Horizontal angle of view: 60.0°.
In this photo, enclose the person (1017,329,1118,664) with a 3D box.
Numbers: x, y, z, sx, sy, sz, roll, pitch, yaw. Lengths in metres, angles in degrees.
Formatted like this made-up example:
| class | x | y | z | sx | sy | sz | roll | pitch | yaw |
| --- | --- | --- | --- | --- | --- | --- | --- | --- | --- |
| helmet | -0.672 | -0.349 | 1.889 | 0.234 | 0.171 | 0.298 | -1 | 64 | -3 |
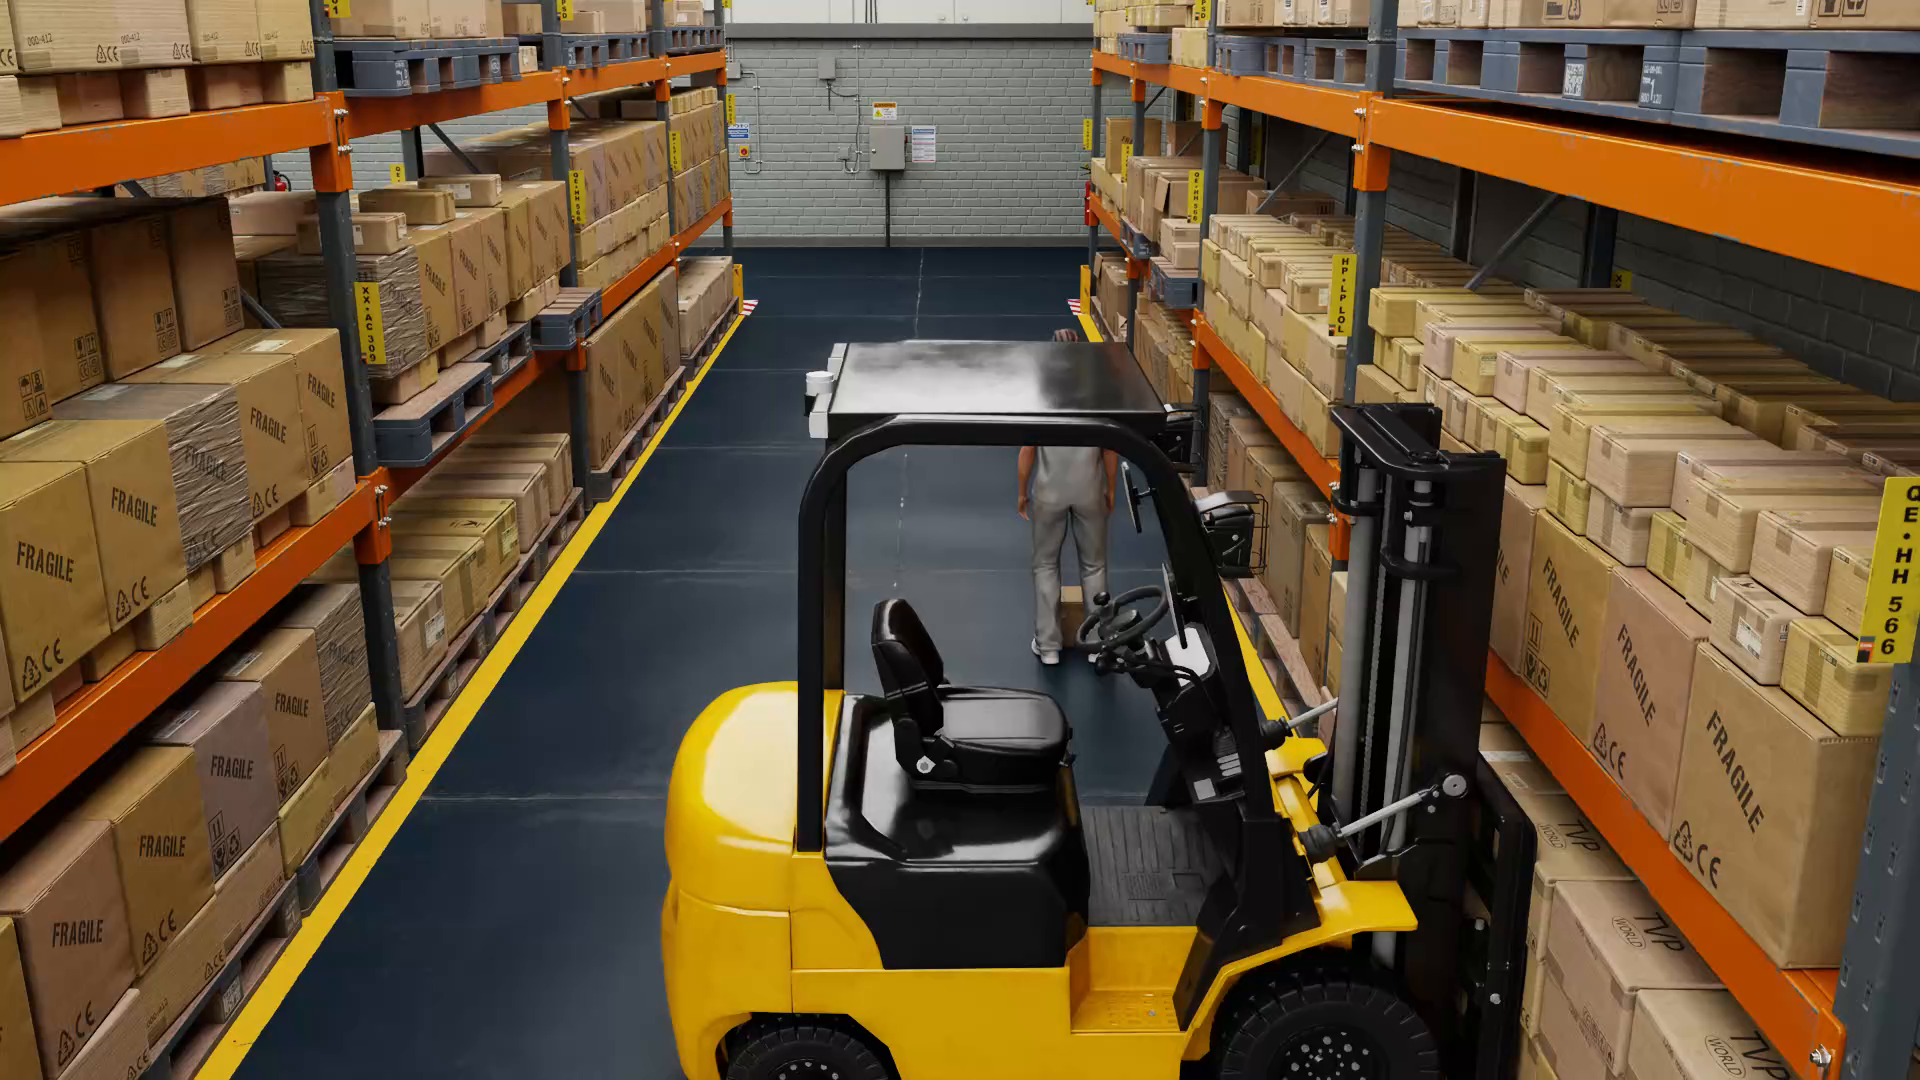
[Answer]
| class | x | y | z | sx | sy | sz | roll | pitch | yaw |
| --- | --- | --- | --- | --- | --- | --- | --- | --- | --- |
| person | 0.538 | -0.207 | 8.216 | 0.511 | 1.673 | 0.350 | -1 | 17 | -3 |
